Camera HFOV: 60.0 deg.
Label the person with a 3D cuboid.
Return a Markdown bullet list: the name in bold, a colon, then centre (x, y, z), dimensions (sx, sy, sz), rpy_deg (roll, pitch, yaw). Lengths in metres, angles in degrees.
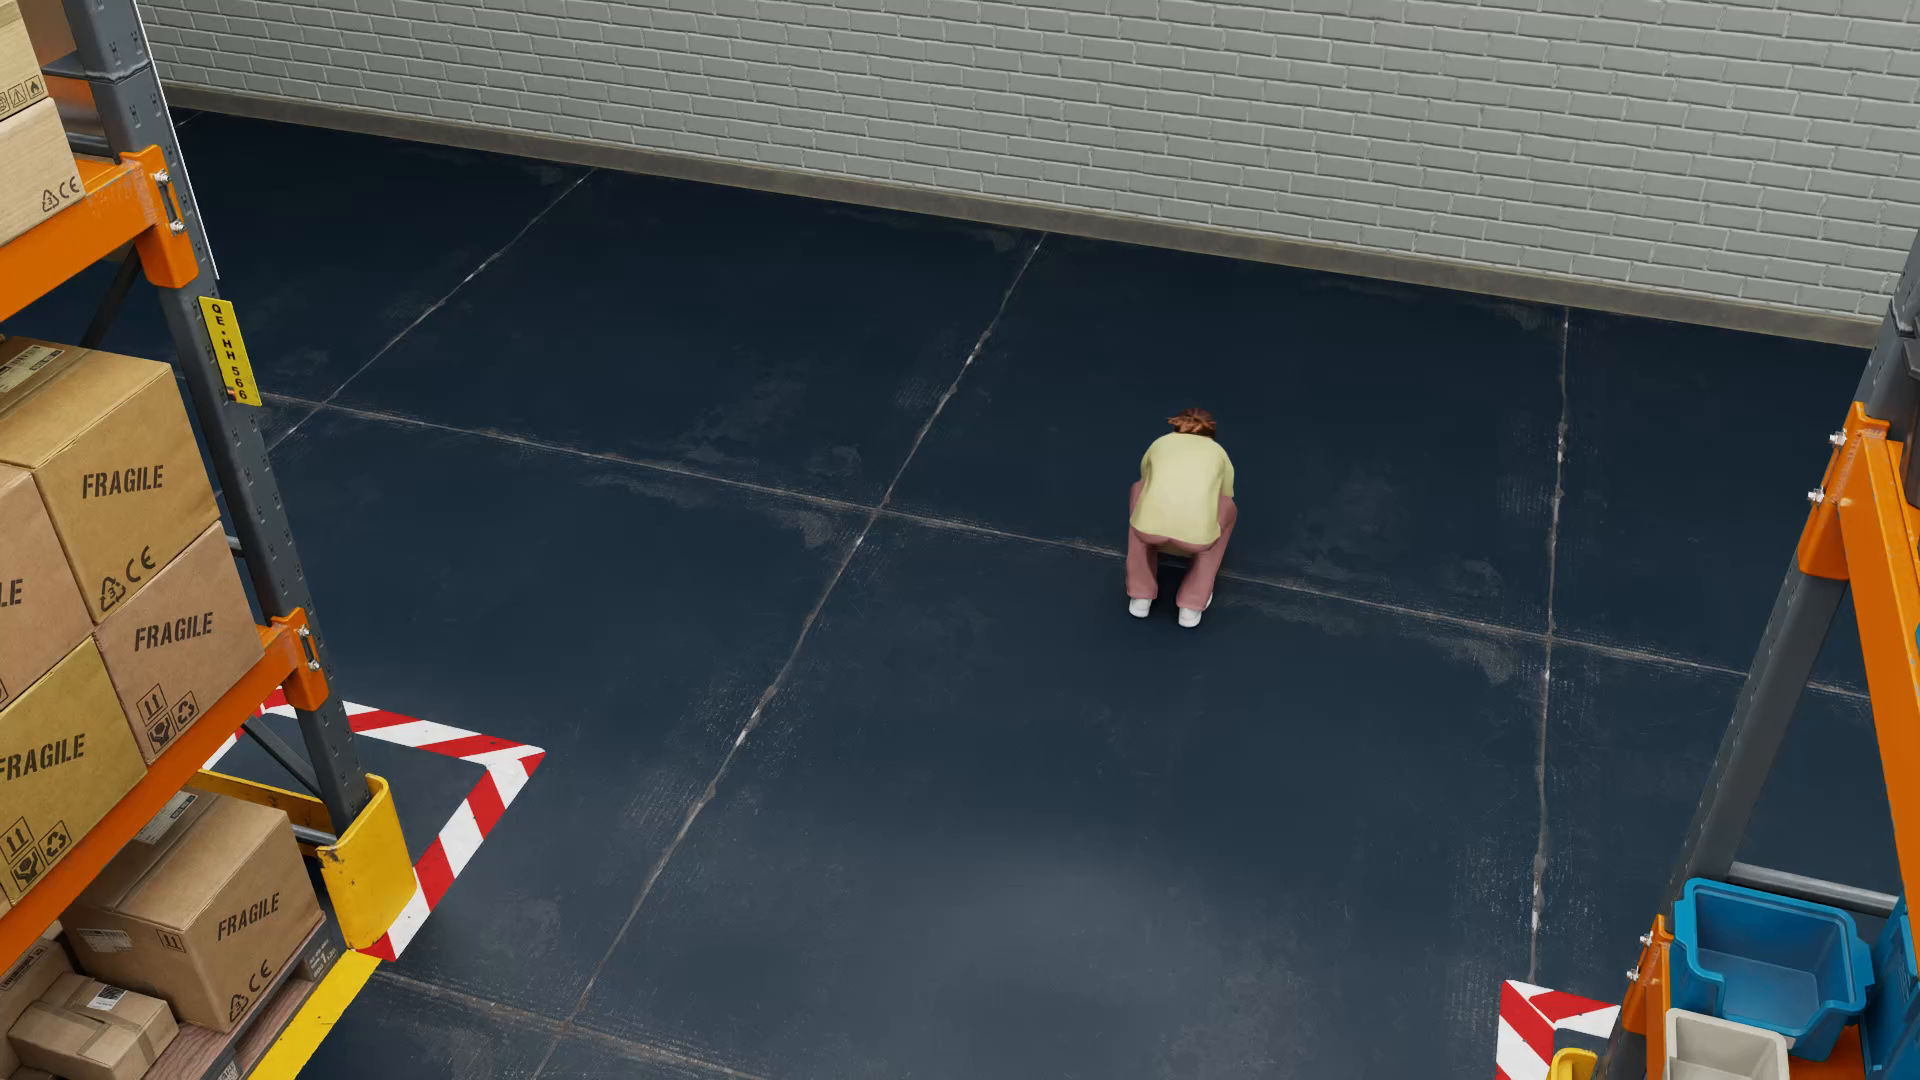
- **person**: centre (0.939, -0.107, 7.079), dimensions (0.463, 0.756, 0.867), rpy_deg (10, 38, 13)
